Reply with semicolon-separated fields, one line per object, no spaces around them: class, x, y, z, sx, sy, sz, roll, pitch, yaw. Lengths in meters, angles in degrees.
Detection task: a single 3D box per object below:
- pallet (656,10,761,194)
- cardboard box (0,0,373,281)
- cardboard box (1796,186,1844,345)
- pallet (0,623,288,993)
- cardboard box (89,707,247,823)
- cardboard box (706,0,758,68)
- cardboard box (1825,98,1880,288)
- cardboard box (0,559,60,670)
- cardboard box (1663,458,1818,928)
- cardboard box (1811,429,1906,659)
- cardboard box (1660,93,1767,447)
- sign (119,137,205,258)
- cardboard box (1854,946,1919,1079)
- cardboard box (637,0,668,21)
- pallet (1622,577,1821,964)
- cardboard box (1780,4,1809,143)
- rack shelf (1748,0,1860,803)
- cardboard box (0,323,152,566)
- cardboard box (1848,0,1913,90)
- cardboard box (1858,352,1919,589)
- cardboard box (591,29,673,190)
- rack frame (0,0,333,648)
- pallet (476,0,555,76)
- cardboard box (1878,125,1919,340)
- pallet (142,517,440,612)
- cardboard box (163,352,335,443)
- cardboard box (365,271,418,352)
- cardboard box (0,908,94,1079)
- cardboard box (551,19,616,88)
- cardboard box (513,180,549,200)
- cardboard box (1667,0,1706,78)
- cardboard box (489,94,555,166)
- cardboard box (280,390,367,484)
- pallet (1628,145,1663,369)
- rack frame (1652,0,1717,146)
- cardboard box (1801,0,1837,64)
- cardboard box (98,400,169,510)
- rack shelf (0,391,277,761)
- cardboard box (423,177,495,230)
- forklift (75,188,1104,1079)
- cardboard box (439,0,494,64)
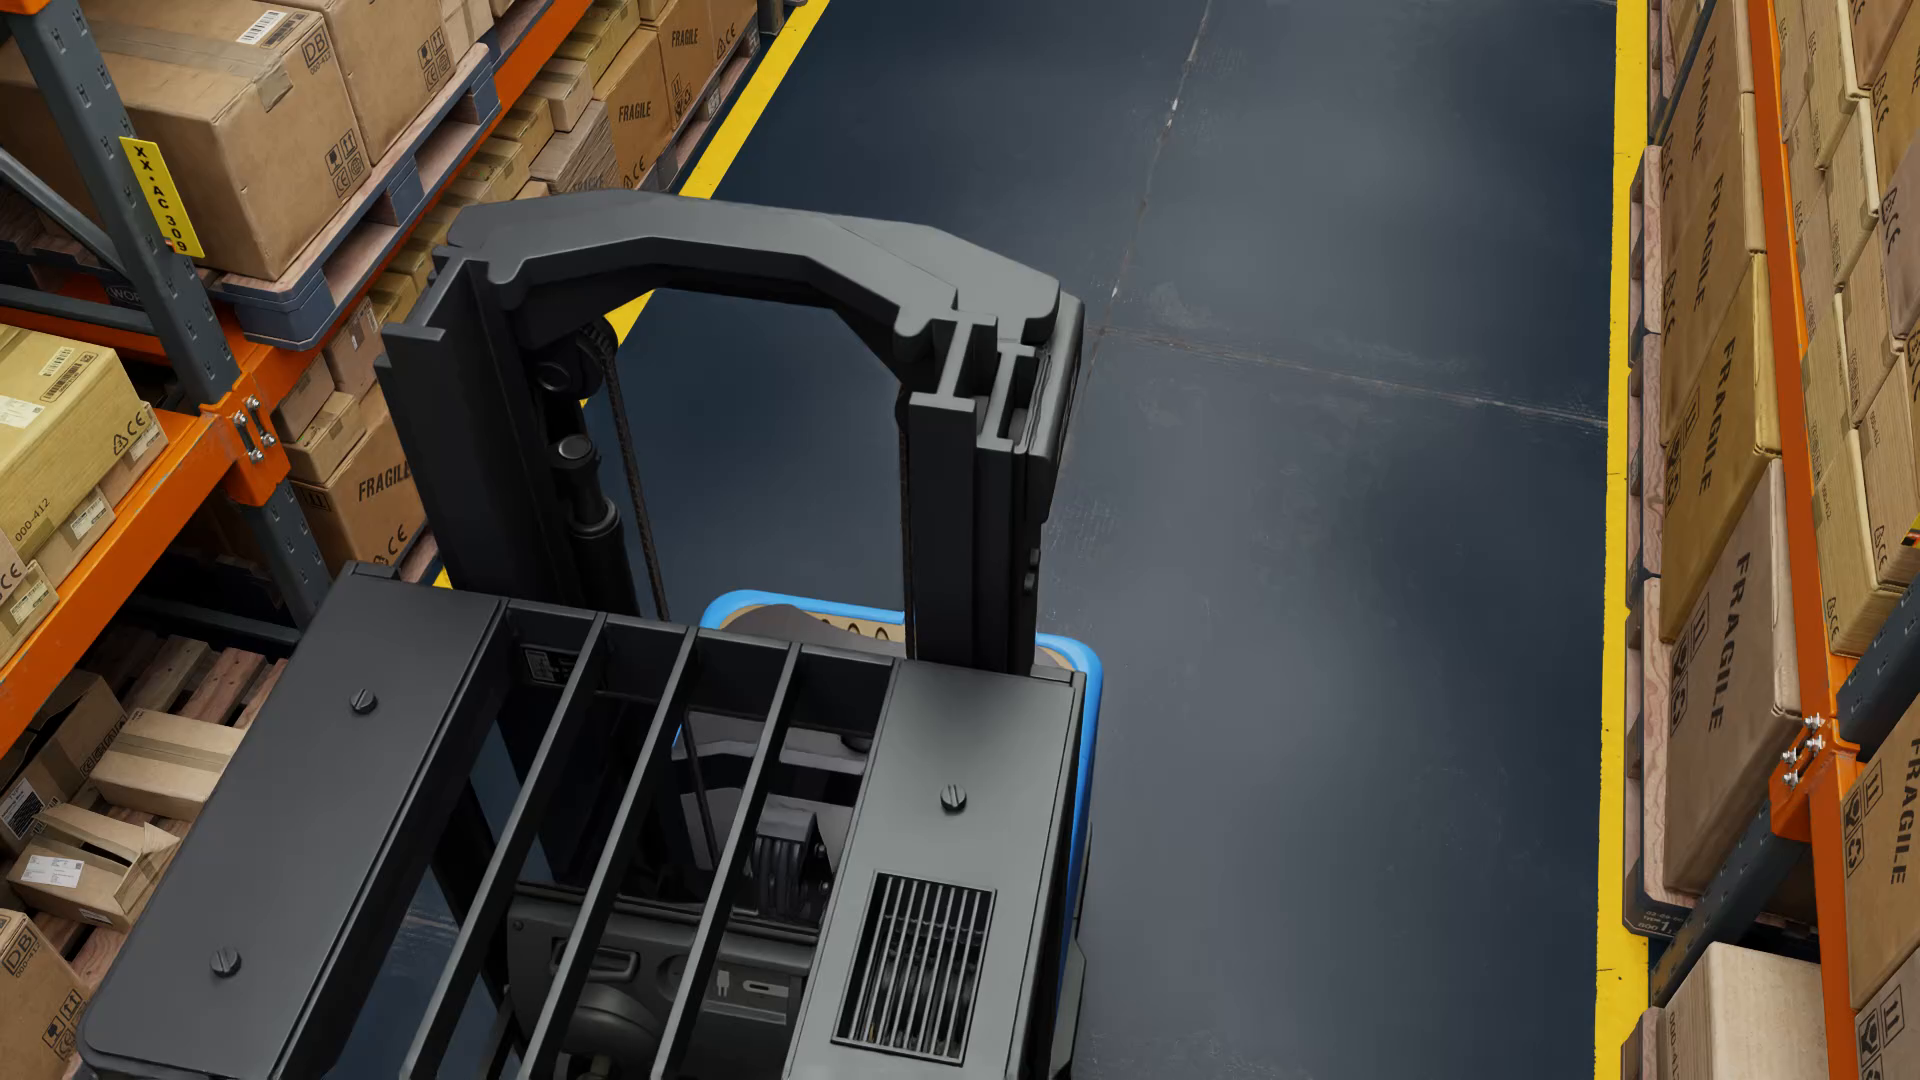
pallet;-1.564;-2.048;7.416;1.003;0.211;1.213;12;50;10
cardboard box;-2.041;-1.087;4.362;0.700;0.500;0.500;13;50;11
cardboard box;2.567;-0.687;4.455;0.500;0.250;0.500;10;49;9
pallet;-2.566;0.810;4.895;1.003;0.211;1.213;12;50;10
cardboard box;-2.247;0.656;4.792;0.380;0.149;0.250;10;49;9
cardboard box;-1.235;-2.466;7.313;0.500;0.500;0.500;13;50;11
cardboard box;2.542;-0.854;4.270;0.500;0.250;0.500;13;50;11
cardboard box;-2.317;0.139;3.794;0.380;0.149;0.250;13;50;11
cardboard box;2.491;0.467;4.474;0.875;0.875;0.875;13;50;11
cardboard box;2.280;0.043;3.812;0.500;0.250;0.500;10;49;9
cardboard box;2.958;-0.834;5.623;0.875;0.875;0.875;12;50;10
sign;-1.859;-0.794;3.873;0.100;0.325;0.005;12;50;10
cardboard box;1.893;0.985;2.813;0.500;0.500;0.500;12;50;10
cardboard box;-1.371;-2.237;6.678;0.380;0.149;0.250;10;49;9
pallet;2.536;0.717;4.976;1.003;0.211;1.213;12;50;10
cardboard box;2.825;-1.419;5.102;0.500;0.250;0.500;13;50;11
rack shelf;2.932;-0.841;4.972;1.077;0.370;4.000;12;50;10
cardboard box;-2.283;-0.242;3.864;0.500;0.250;0.500;13;50;11
cardboard box;2.684;-1.485;4.327;0.500;0.500;0.500;12;50;11
cardboard box;2.287;-0.115;3.618;0.500;0.250;0.500;12;50;10
cardboard box;-1.512;-1.727;6.661;0.500;0.500;0.500;14;50;12
rack frame;-2.384;-0.610;4.287;1.000;3.000;0.127;12;50;10
pallet;-1.839;-2.032;5.671;1.003;0.211;1.213;12;50;10
cardboard box;2.410;-0.745;3.673;0.500;0.500;0.500;12;50;11
pallet;-2.207;-0.283;5.859;1.003;0.211;1.213;12;50;10
cardboard box;-2.092;-0.453;4.906;0.380;0.149;0.250;11;49;9
cardboard box;-1.978;-0.746;5.363;0.380;0.149;0.250;9;49;8
cardboard box;-2.649;1.187;4.089;0.700;0.500;0.500;10;49;9
cardboard box;-1.549;-1.874;6.358;0.380;0.149;0.250;11;49;9
cardboard box;-1.774;-0.974;5.996;0.500;0.500;0.500;10;49;9
cardboard box;3.617;-2.202;7.165;0.950;0.372;0.625;9;49;7
cardboard box;-1.707;-1.501;6.028;0.380;0.149;0.250;12;50;10
cardboard box;-2.033;-0.343;5.007;0.380;0.149;0.250;14;50;12
pallet;3.178;-1.048;6.534;1.003;0.211;1.213;12;50;10
rack frame;3.458;-2.526;5.979;1.000;3.000;0.127;12;50;10
cardboard box;2.806;-1.592;4.921;0.500;0.250;0.500;11;50;10
cardboard box;-2.224;-0.246;4.134;0.380;0.149;0.250;12;50;11
rack shelf;-2.911;1.075;3.280;1.077;0.370;4.000;12;50;10
cardboard box;-1.817;-1.121;5.693;0.380;0.149;0.250;11;50;10
forklift;-0.415;1.009;2.904;1.130;2.935;3.031;8;49;7
cardboard box;-1.648;-1.633;5.000;0.396;0.266;0.258;14;50;12
